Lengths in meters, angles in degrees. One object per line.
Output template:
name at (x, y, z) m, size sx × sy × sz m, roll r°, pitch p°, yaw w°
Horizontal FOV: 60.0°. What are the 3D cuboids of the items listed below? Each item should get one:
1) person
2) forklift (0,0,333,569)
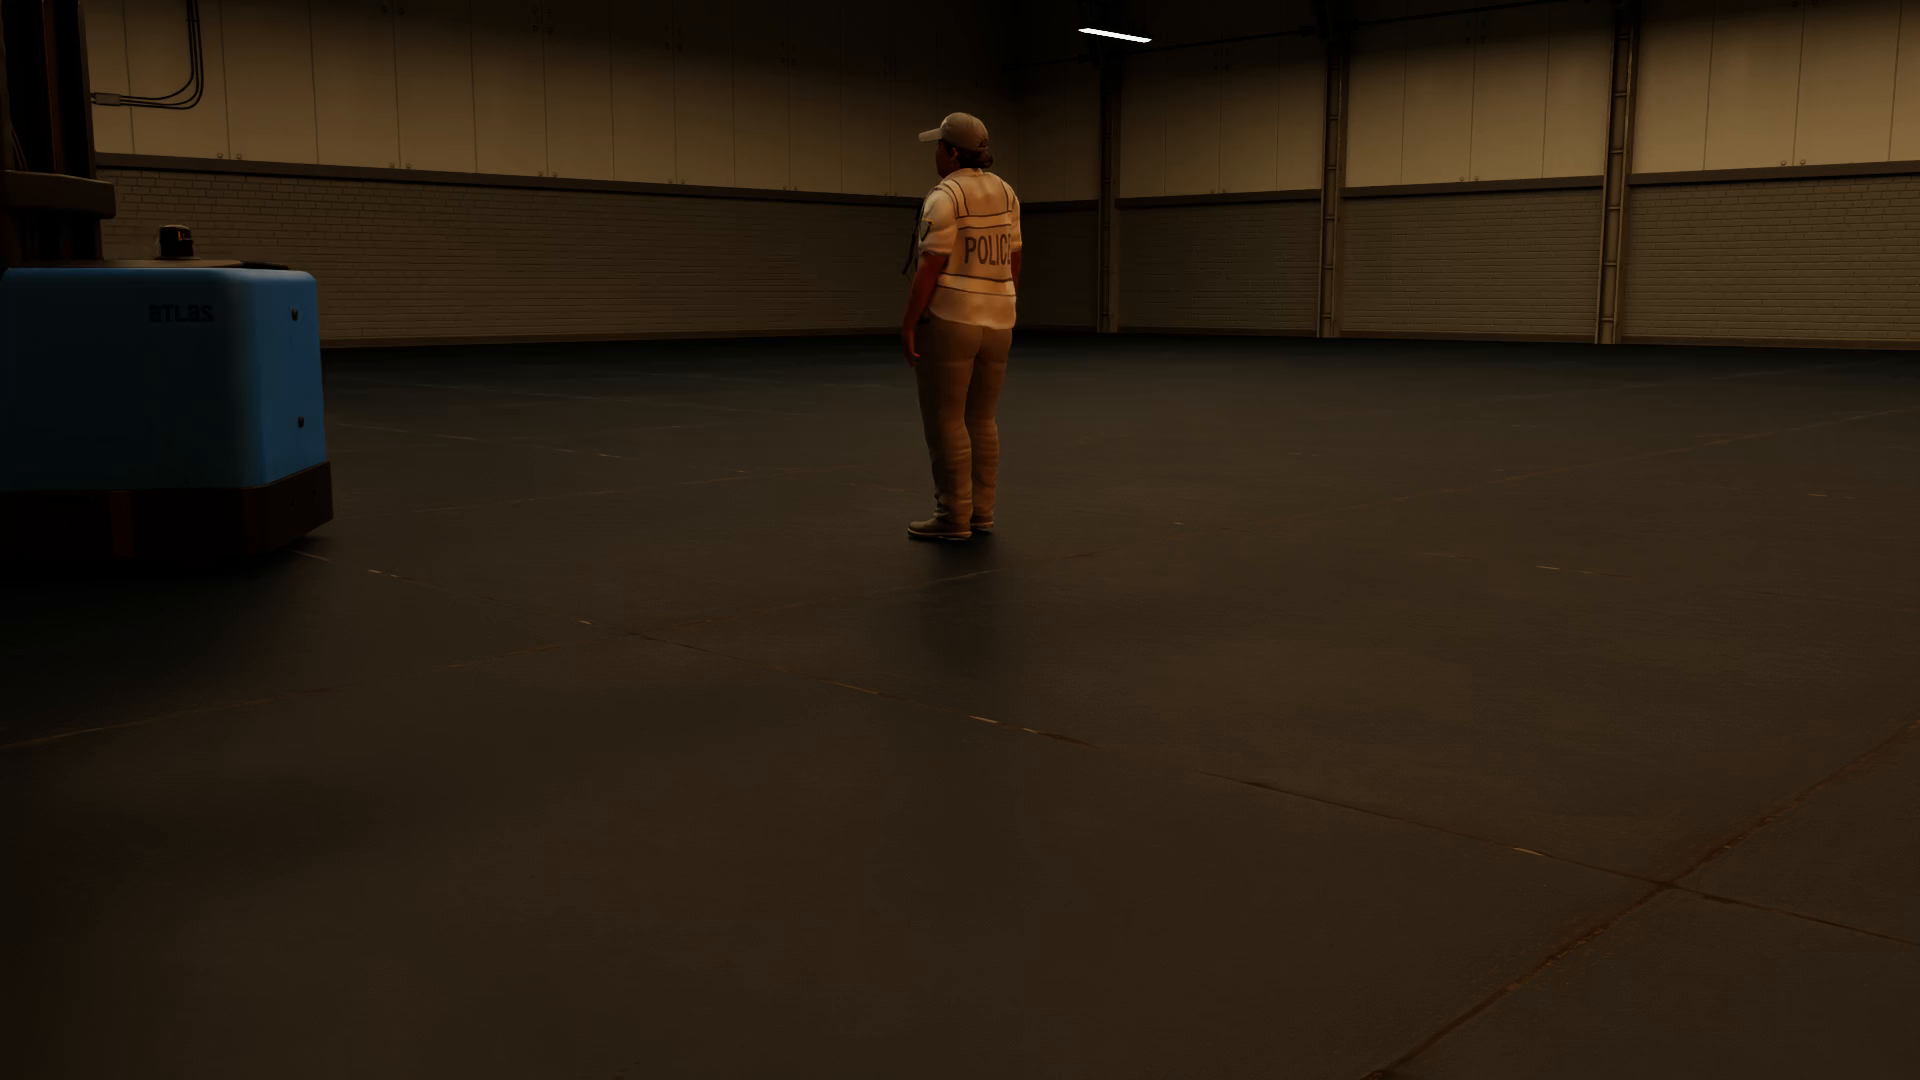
person at (-0.040, -0.842, 6.661) m, size 0.529 × 1.670 × 0.599 m, roll 8°, pitch 12°, yaw 43°
forklift at (-4.017, -1.374, 5.996) m, size 3.031 × 2.935 × 1.130 m, roll -1°, pitch 9°, yaw -7°
